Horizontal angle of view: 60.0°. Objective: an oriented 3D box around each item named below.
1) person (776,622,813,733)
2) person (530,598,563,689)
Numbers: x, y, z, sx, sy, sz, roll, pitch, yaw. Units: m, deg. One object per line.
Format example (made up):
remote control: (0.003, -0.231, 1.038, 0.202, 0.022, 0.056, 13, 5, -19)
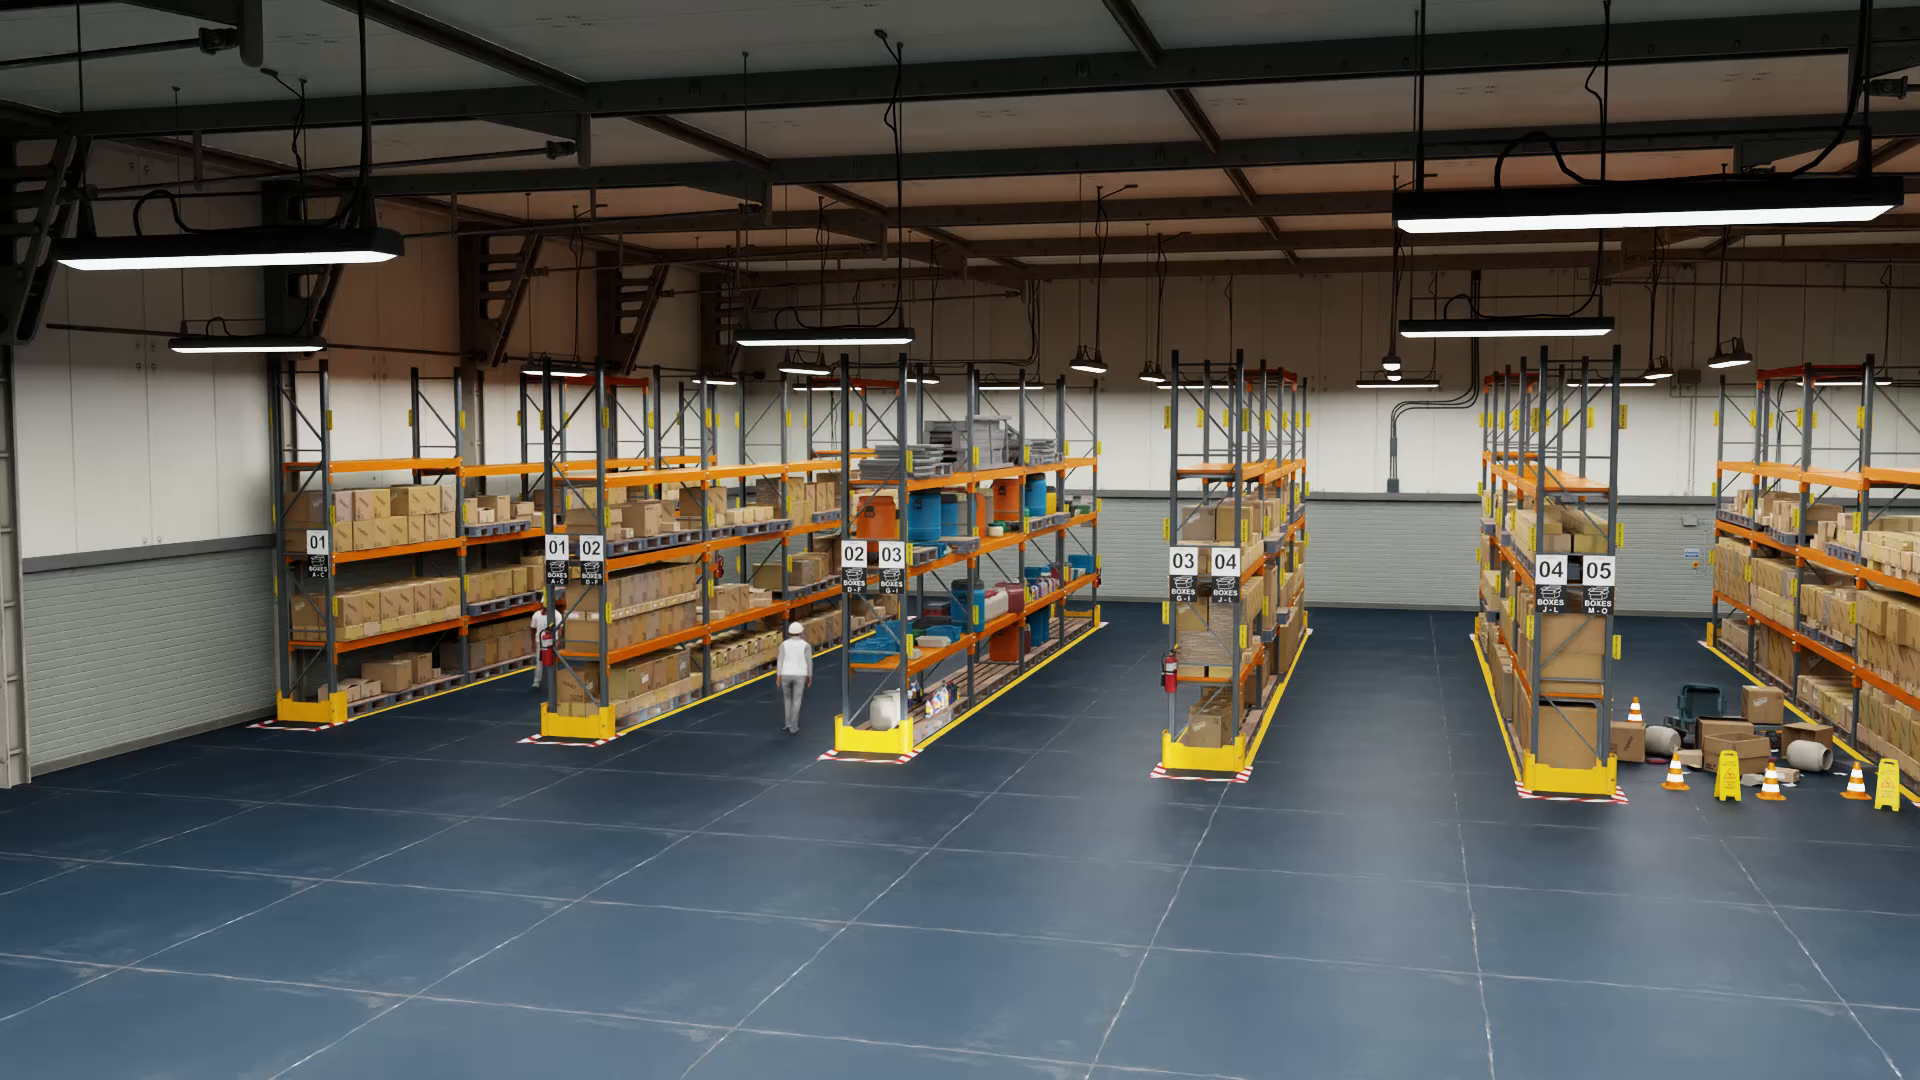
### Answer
person: (-2.652, 2.222, 26.711, 0.570, 1.814, 0.624, 0, 4, 5)
person: (-7.683, 1.896, 30.912, 0.591, 1.703, 1.066, -1, 4, -12)
